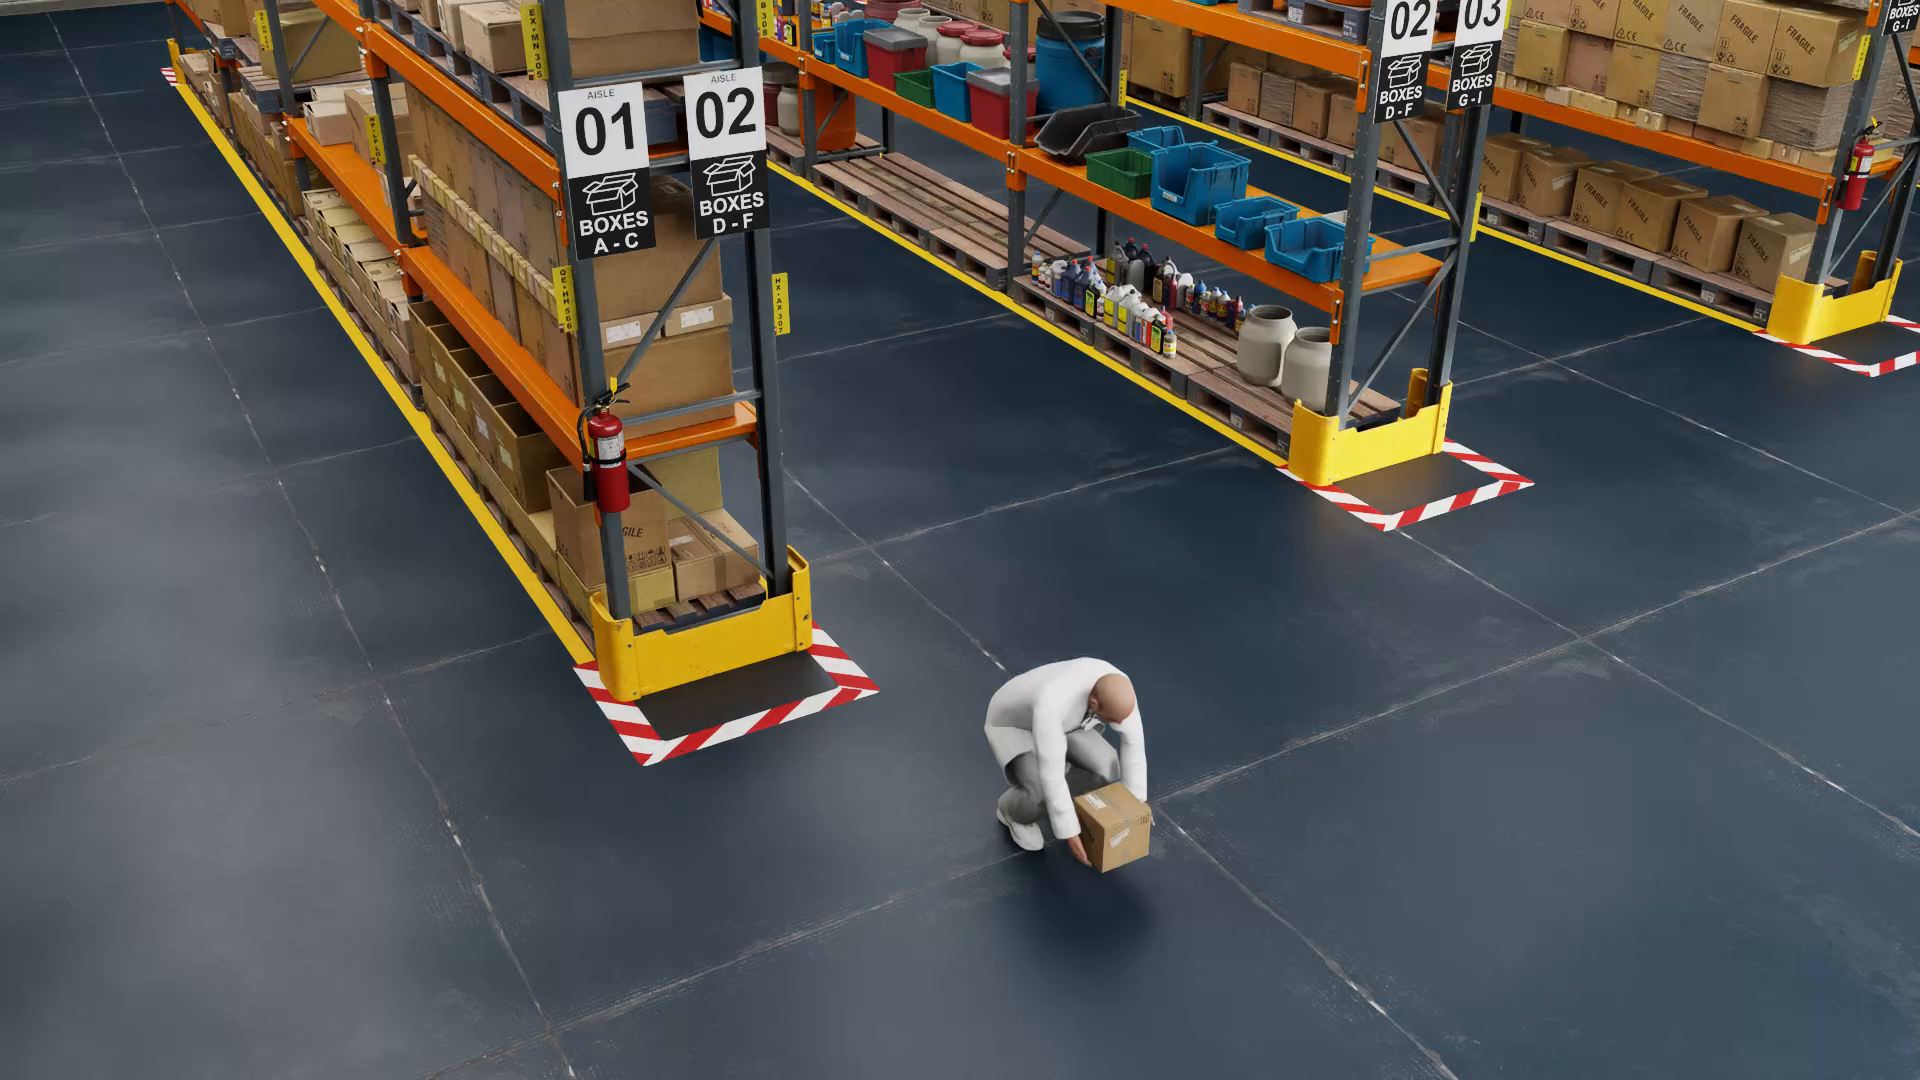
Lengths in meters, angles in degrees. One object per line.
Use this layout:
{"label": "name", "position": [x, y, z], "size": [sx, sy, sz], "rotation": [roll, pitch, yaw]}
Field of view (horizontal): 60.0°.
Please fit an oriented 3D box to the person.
{"label": "person", "position": [0.488, 0.951, 7.627], "size": [0.613, 1.029, 0.899], "rotation": [-16, 32, -27]}
